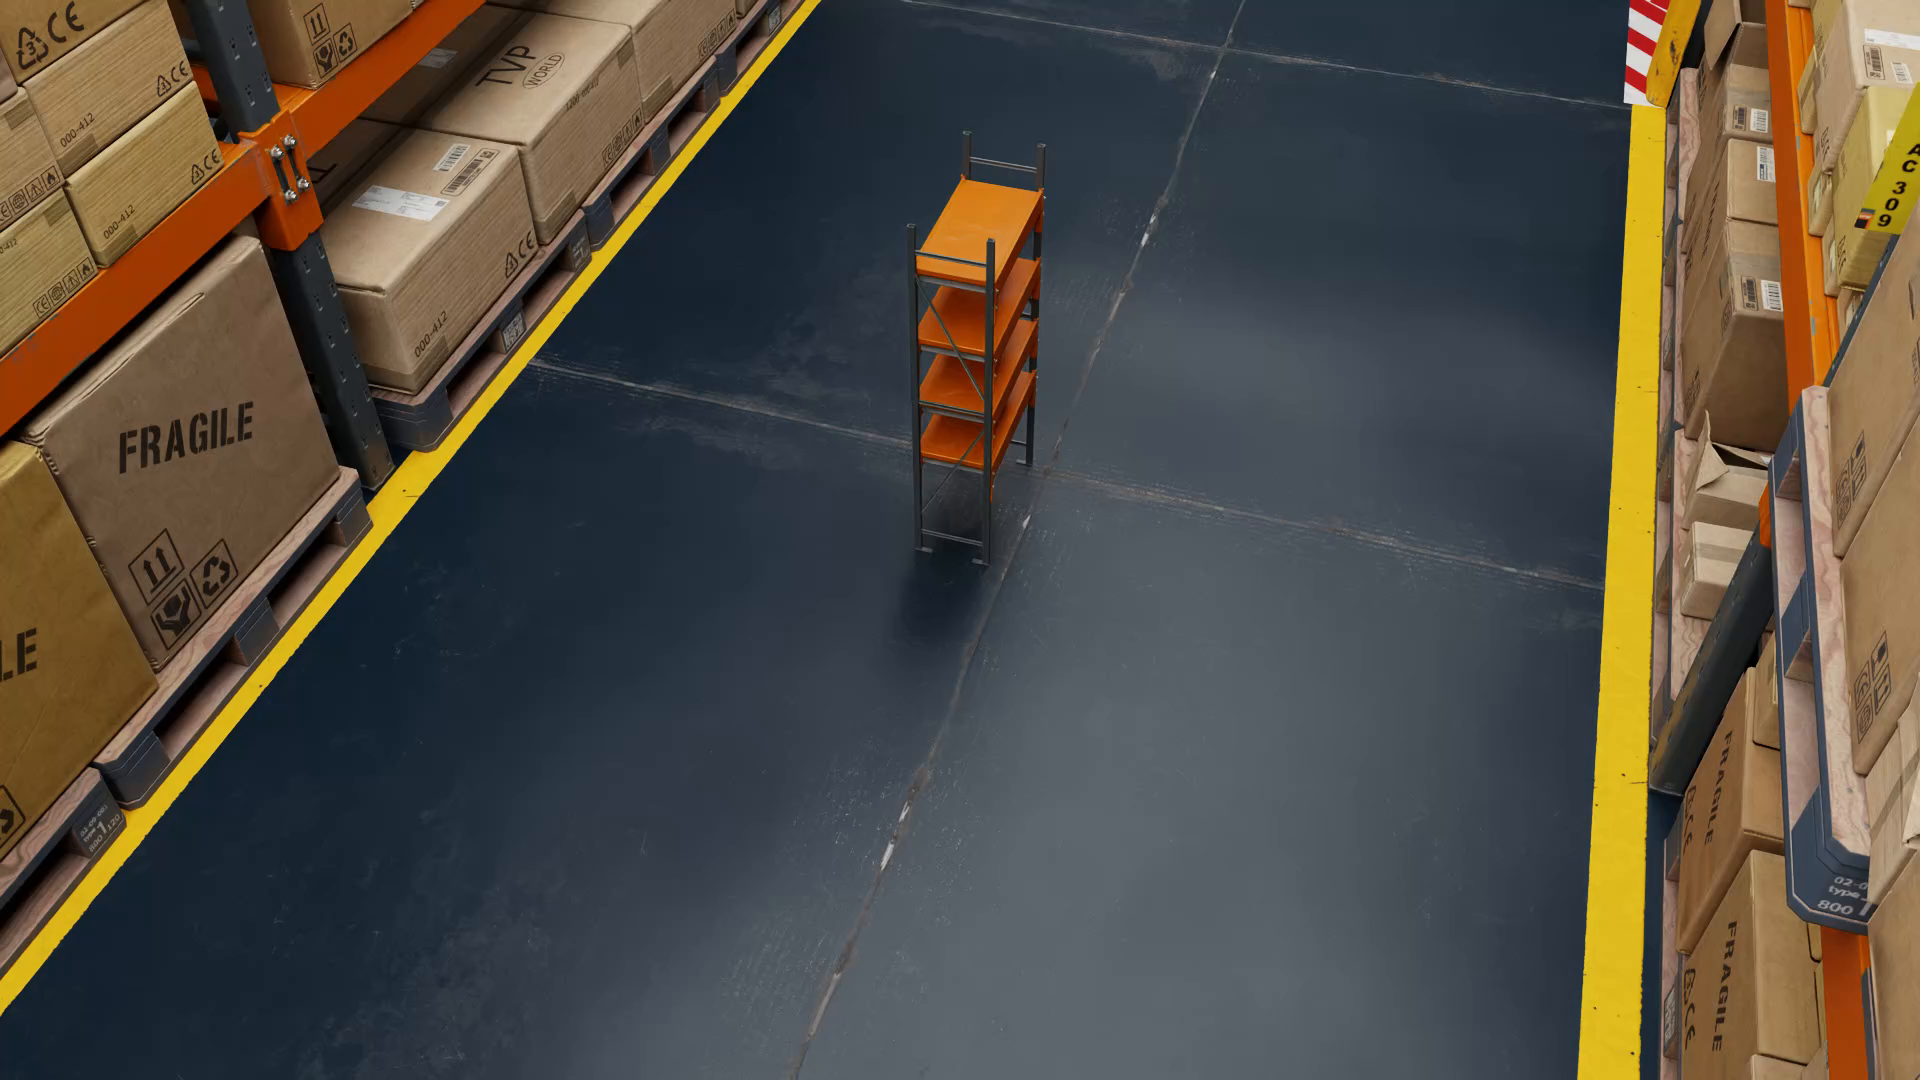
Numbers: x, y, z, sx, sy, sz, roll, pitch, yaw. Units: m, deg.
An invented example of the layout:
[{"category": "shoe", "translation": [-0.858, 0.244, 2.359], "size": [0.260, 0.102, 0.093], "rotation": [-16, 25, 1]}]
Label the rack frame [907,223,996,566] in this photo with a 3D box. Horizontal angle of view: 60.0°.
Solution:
[{"category": "rack frame", "translation": [-0.024, -0.377, 4.777], "size": [0.240, 1.200, 0.015], "rotation": [13, 46, 13]}]

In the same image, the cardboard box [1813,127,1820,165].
[{"category": "cardboard box", "translation": [2.451, -1.023, 4.330], "size": [0.380, 0.149, 0.250], "rotation": [14, 46, 14]}]

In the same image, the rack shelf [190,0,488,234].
[{"category": "rack shelf", "translation": [-1.750, -2.446, 6.119], "size": [1.077, 0.370, 4.000], "rotation": [13, 46, 13]}]

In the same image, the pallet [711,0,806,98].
[{"category": "pallet", "translation": [-1.312, -2.490, 7.644], "size": [1.003, 0.211, 1.213], "rotation": [13, 46, 13]}]

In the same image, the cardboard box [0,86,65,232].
[{"category": "cardboard box", "translation": [-2.402, -0.815, 3.688], "size": [0.500, 0.250, 0.500], "rotation": [14, 46, 13]}]

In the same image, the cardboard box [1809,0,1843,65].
[{"category": "cardboard box", "translation": [2.599, -1.432, 4.463], "size": [0.500, 0.250, 0.500], "rotation": [12, 46, 12]}]

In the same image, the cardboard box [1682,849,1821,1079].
[{"category": "cardboard box", "translation": [1.863, 1.054, 3.515], "size": [0.500, 0.500, 0.500], "rotation": [12, 46, 12]}]

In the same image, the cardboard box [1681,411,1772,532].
[{"category": "cardboard box", "translation": [2.373, -0.166, 4.929], "size": [0.396, 0.266, 0.258], "rotation": [14, 46, 14]}]

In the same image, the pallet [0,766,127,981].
[{"category": "pallet", "translation": [-2.885, 0.973, 4.105], "size": [1.003, 0.211, 1.213], "rotation": [13, 46, 13]}]

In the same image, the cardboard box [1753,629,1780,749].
[{"category": "cardboard box", "translation": [2.014, 0.373, 3.747], "size": [0.380, 0.149, 0.250], "rotation": [15, 46, 14]}]

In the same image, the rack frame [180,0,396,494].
[{"category": "rack frame", "translation": [-2.356, -1.370, 4.505], "size": [1.000, 3.000, 0.127], "rotation": [13, 46, 13]}]

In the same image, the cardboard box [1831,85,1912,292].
[{"category": "cardboard box", "translation": [2.298, -0.765, 3.782], "size": [0.500, 0.250, 0.500], "rotation": [14, 46, 14]}]

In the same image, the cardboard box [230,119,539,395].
[{"category": "cardboard box", "translation": [-2.063, -1.000, 5.659], "size": [0.875, 0.438, 0.875], "rotation": [12, 46, 12]}]

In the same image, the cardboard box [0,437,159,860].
[{"category": "cardboard box", "translation": [-2.733, 0.273, 4.045], "size": [0.875, 0.875, 0.875], "rotation": [14, 46, 14]}]

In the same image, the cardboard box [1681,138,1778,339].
[{"category": "cardboard box", "translation": [2.760, -0.964, 5.577], "size": [0.500, 0.500, 0.500], "rotation": [13, 46, 13]}]

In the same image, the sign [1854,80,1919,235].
[{"category": "sign", "translation": [1.856, -0.740, 3.243], "size": [0.100, 0.325, 0.005], "rotation": [13, 46, 13]}]

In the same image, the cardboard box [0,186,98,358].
[{"category": "cardboard box", "translation": [-2.407, -0.625, 3.851], "size": [0.500, 0.250, 0.500], "rotation": [12, 46, 12]}]

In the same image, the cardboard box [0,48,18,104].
[{"category": "cardboard box", "translation": [-2.401, -1.066, 3.408], "size": [0.500, 0.500, 0.500], "rotation": [13, 46, 13]}]

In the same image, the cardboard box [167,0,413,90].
[{"category": "cardboard box", "translation": [-1.964, -1.663, 4.733], "size": [0.500, 0.500, 0.500], "rotation": [14, 46, 14]}]

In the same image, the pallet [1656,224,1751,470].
[{"category": "pallet", "translation": [2.952, -0.598, 5.710], "size": [1.003, 0.211, 1.213], "rotation": [13, 46, 13]}]

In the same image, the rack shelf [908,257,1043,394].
[{"category": "rack shelf", "translation": [0.050, -0.651, 4.834], "size": [0.258, 0.148, 0.480], "rotation": [13, 46, 13]}]

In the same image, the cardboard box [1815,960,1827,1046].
[{"category": "cardboard box", "translation": [1.867, 0.933, 3.175], "size": [0.380, 0.149, 0.250], "rotation": [12, 46, 12]}]

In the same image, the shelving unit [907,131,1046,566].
[{"category": "shelving unit", "translation": [0.050, -0.539, 4.943], "size": [0.258, 1.200, 0.503], "rotation": [13, 46, 13]}]

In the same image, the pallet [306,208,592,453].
[{"category": "pallet", "translation": [-2.051, -0.864, 5.982], "size": [1.003, 0.211, 1.213], "rotation": [13, 46, 13]}]

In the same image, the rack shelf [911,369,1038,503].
[{"category": "rack shelf", "translation": [0.050, -0.349, 5.129], "size": [0.258, 0.148, 0.480], "rotation": [13, 46, 13]}]

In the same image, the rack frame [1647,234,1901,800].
[{"category": "rack frame", "translation": [2.376, -0.321, 3.434], "size": [1.000, 3.000, 0.127], "rotation": [13, 46, 13]}]

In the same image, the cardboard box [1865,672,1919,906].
[{"category": "cardboard box", "translation": [1.589, 0.422, 2.470], "size": [0.396, 0.266, 0.258], "rotation": [15, 46, 14]}]

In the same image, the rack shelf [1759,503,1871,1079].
[{"category": "rack shelf", "translation": [1.770, 1.269, 2.323], "size": [1.077, 0.370, 4.000], "rotation": [13, 46, 13]}]

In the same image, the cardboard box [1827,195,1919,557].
[{"category": "cardboard box", "translation": [2.016, -0.232, 2.971], "size": [0.700, 0.500, 0.500], "rotation": [14, 46, 14]}]

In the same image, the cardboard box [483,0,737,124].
[{"category": "cardboard box", "translation": [-1.518, -2.198, 6.883], "size": [0.875, 0.438, 0.875], "rotation": [14, 46, 14]}]

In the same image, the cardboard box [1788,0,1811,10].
[{"category": "cardboard box", "translation": [2.728, -1.709, 5.031], "size": [0.380, 0.149, 0.250], "rotation": [14, 46, 13]}]

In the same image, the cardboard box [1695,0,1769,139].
[{"category": "cardboard box", "translation": [3.312, -1.858, 6.488], "size": [0.797, 0.503, 0.637], "rotation": [11, 45, 11]}]

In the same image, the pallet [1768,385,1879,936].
[{"category": "pallet", "translation": [2.030, 0.257, 2.980], "size": [1.003, 0.211, 1.213], "rotation": [13, 46, 13]}]

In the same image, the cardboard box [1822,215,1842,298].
[{"category": "cardboard box", "translation": [2.290, -0.676, 3.975], "size": [0.380, 0.149, 0.250], "rotation": [14, 46, 14]}]
